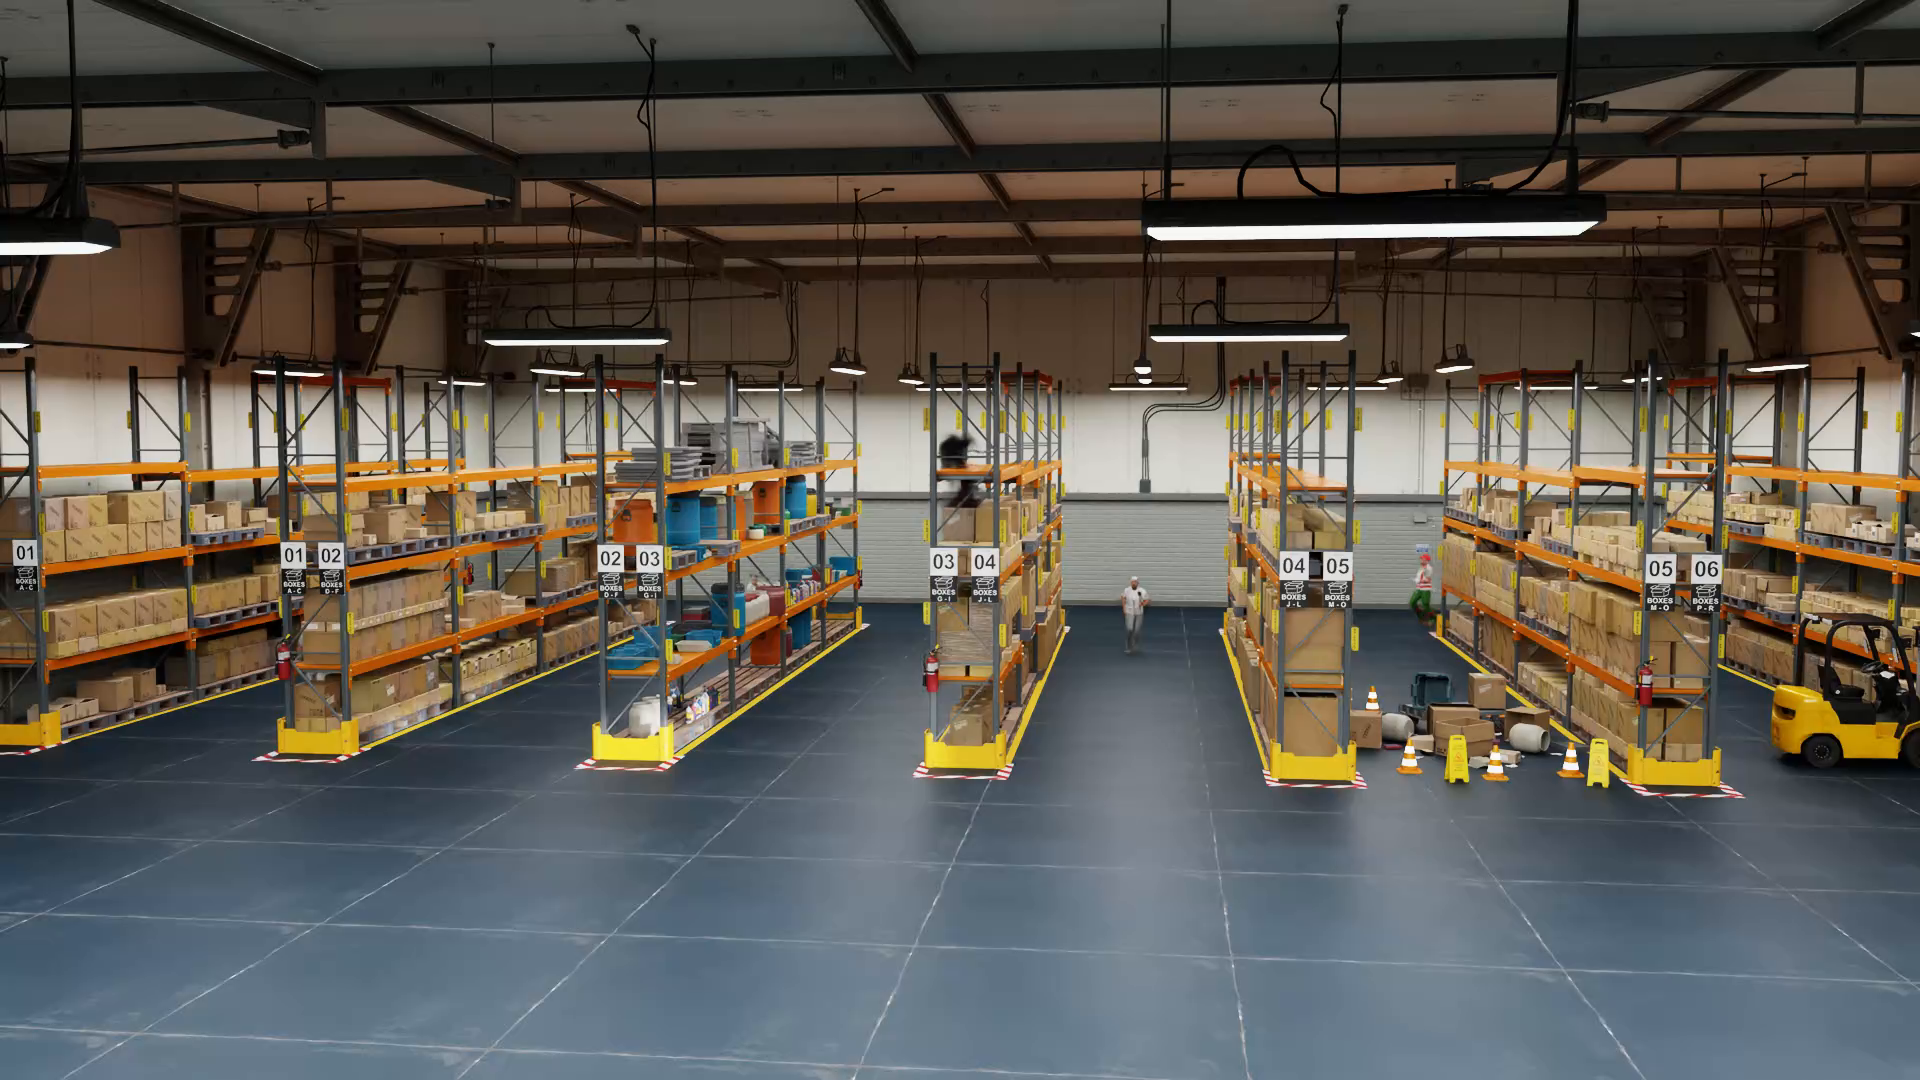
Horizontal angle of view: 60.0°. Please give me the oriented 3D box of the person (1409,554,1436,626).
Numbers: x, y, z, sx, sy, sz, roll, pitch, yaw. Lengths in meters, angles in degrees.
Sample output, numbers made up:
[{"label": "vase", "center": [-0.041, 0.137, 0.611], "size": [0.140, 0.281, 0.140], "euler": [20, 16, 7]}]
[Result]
[{"label": "person", "center": [11.311, 1.232, 40.674], "size": [0.696, 1.783, 0.643], "euler": [-1, 4, -10]}]

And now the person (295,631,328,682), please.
[{"label": "person", "center": [-11.079, 2.114, 28.703], "size": [0.690, 1.736, 0.736], "euler": [0, 4, -6]}]

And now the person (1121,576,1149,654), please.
[{"label": "person", "center": [3.800, 1.635, 36.065], "size": [0.596, 1.702, 0.710], "euler": [0, 4, 3]}]

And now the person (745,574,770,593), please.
[{"label": "person", "center": [-4.554, 1.549, 38.071], "size": [0.651, 1.624, 0.951], "euler": [1, 4, 15]}]
